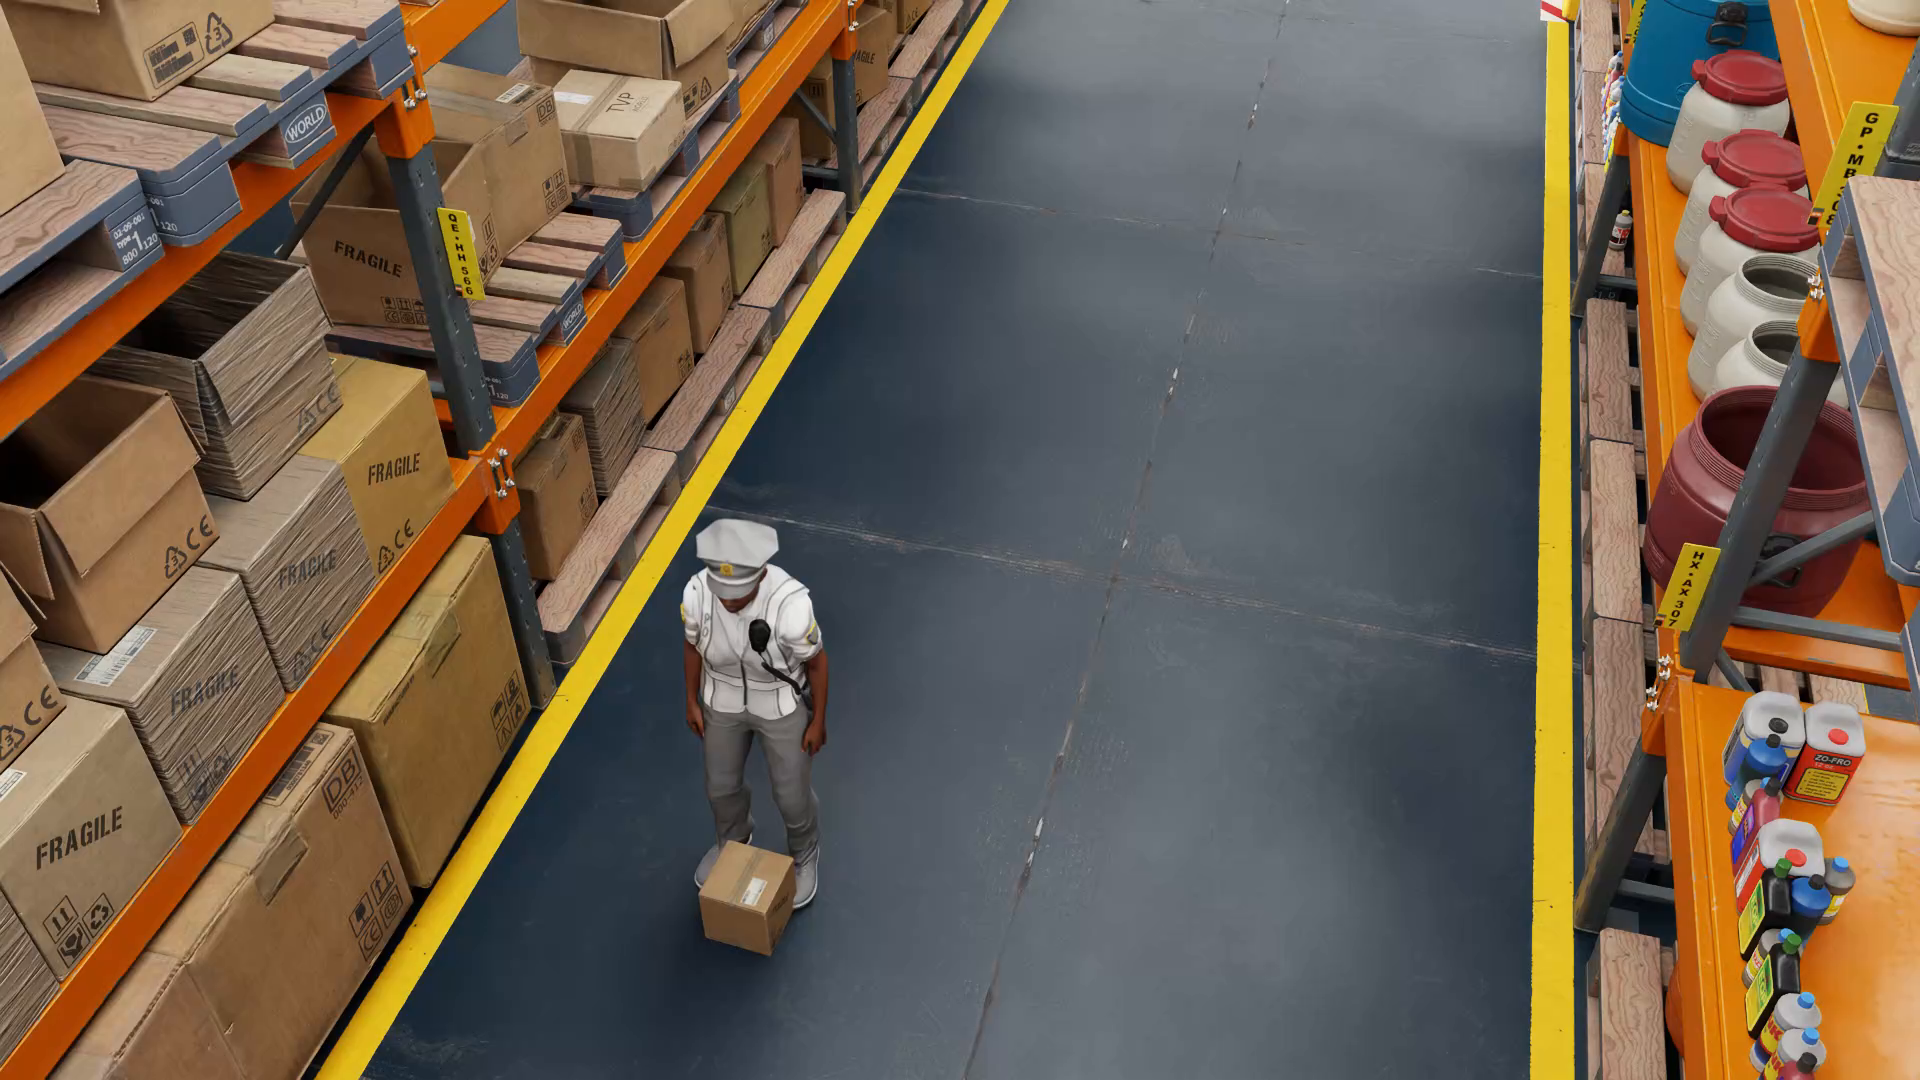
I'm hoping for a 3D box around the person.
[{"bbox_3d":[-0.685,0.565,5.517,0.513,1.656,0.396,8,42,9],"label":"person"}]
